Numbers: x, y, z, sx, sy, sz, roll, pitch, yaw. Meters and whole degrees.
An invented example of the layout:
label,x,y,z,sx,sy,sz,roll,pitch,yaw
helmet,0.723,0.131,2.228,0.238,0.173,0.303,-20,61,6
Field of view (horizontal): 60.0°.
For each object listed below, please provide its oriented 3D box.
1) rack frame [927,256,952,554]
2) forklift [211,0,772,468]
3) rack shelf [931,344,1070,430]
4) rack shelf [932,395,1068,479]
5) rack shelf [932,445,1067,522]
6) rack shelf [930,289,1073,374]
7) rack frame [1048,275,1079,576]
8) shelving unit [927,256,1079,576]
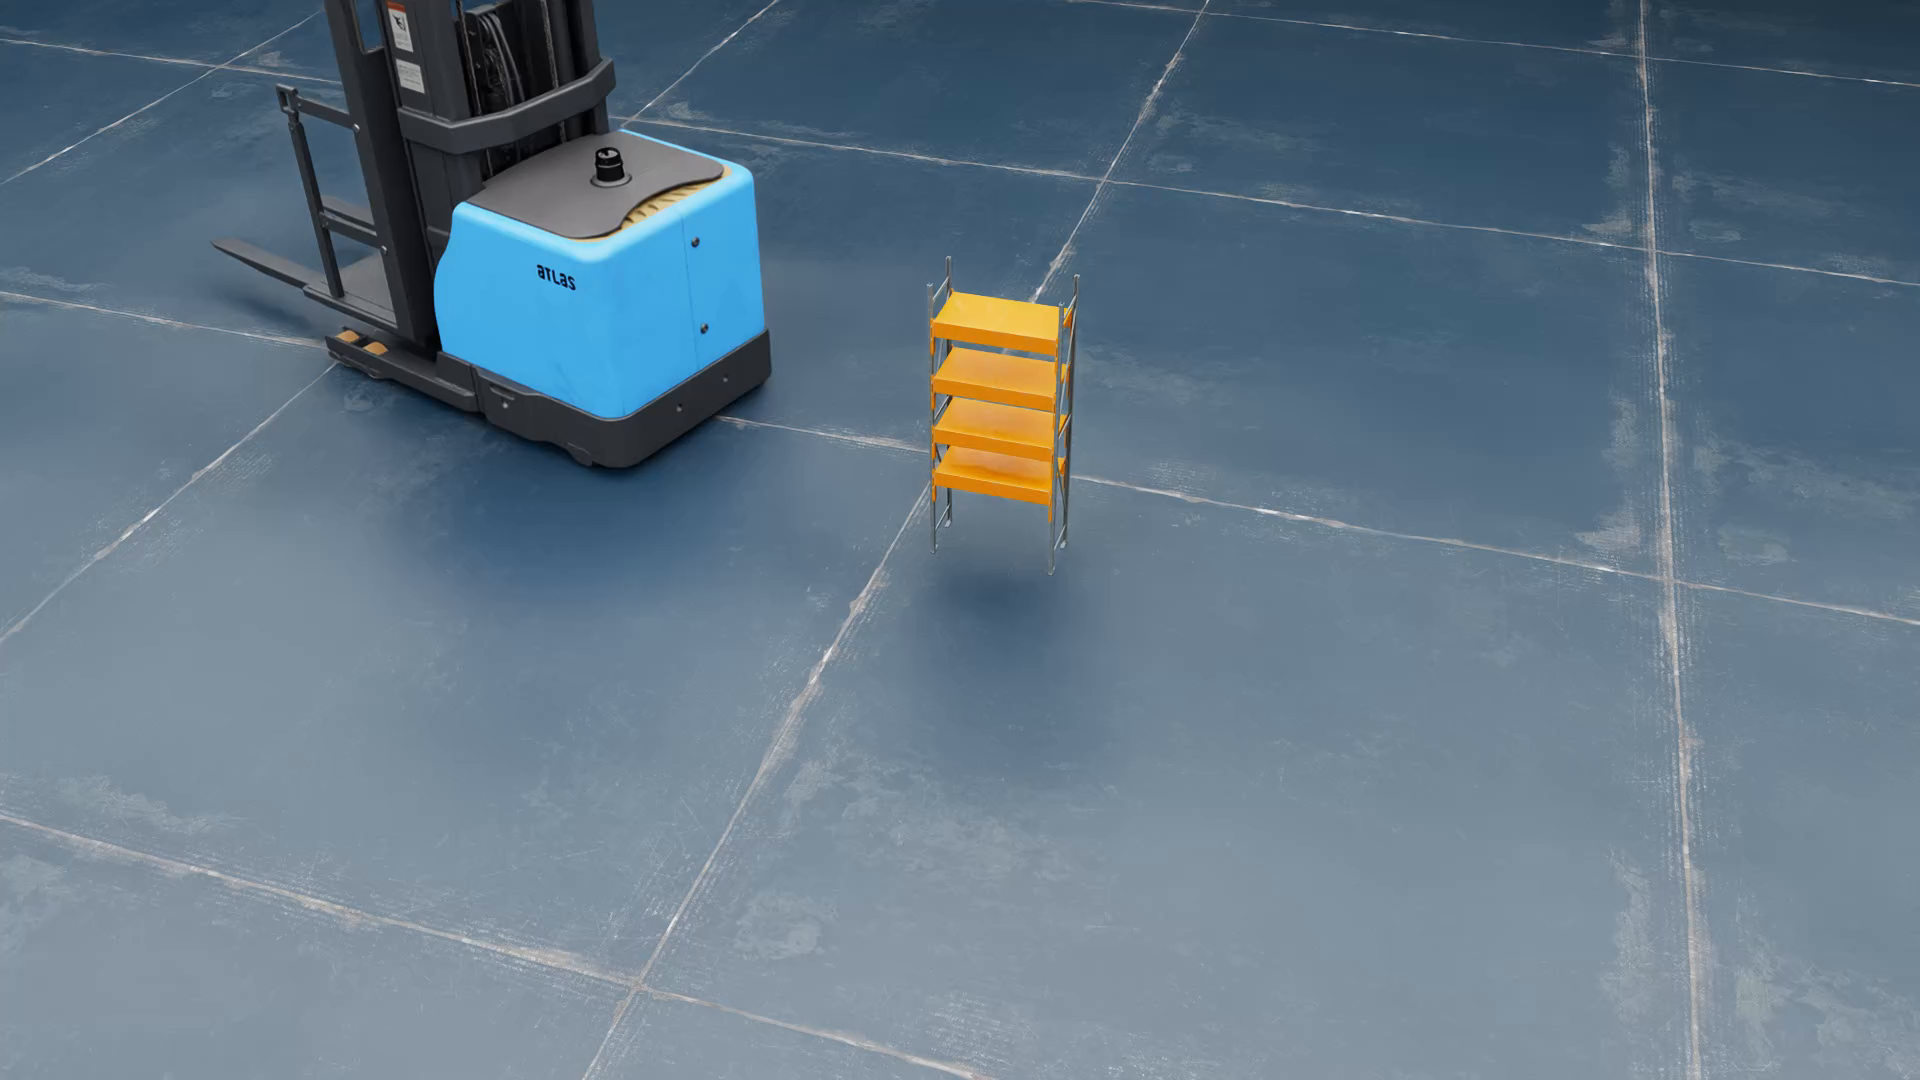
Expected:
label,x,y,z,sx,sy,sz,roll,pitch,yaw
rack frame,-0.075,-0.497,6.413,0.015,1.200,0.240,10,38,14
forklift,-2.370,-2.168,7.223,3.031,2.935,1.130,22,42,27
rack shelf,0.158,-0.580,6.262,0.480,0.148,0.258,10,38,14
rack shelf,0.158,-0.400,6.394,0.480,0.148,0.258,10,38,14
rack shelf,0.158,-0.240,6.512,0.480,0.148,0.258,10,38,14
rack shelf,0.158,-0.770,6.122,0.480,0.148,0.258,10,38,14
rack frame,0.391,-0.411,6.296,0.015,1.200,0.240,10,38,14
shelving unit,0.158,-0.454,6.355,0.503,1.200,0.258,10,38,14
